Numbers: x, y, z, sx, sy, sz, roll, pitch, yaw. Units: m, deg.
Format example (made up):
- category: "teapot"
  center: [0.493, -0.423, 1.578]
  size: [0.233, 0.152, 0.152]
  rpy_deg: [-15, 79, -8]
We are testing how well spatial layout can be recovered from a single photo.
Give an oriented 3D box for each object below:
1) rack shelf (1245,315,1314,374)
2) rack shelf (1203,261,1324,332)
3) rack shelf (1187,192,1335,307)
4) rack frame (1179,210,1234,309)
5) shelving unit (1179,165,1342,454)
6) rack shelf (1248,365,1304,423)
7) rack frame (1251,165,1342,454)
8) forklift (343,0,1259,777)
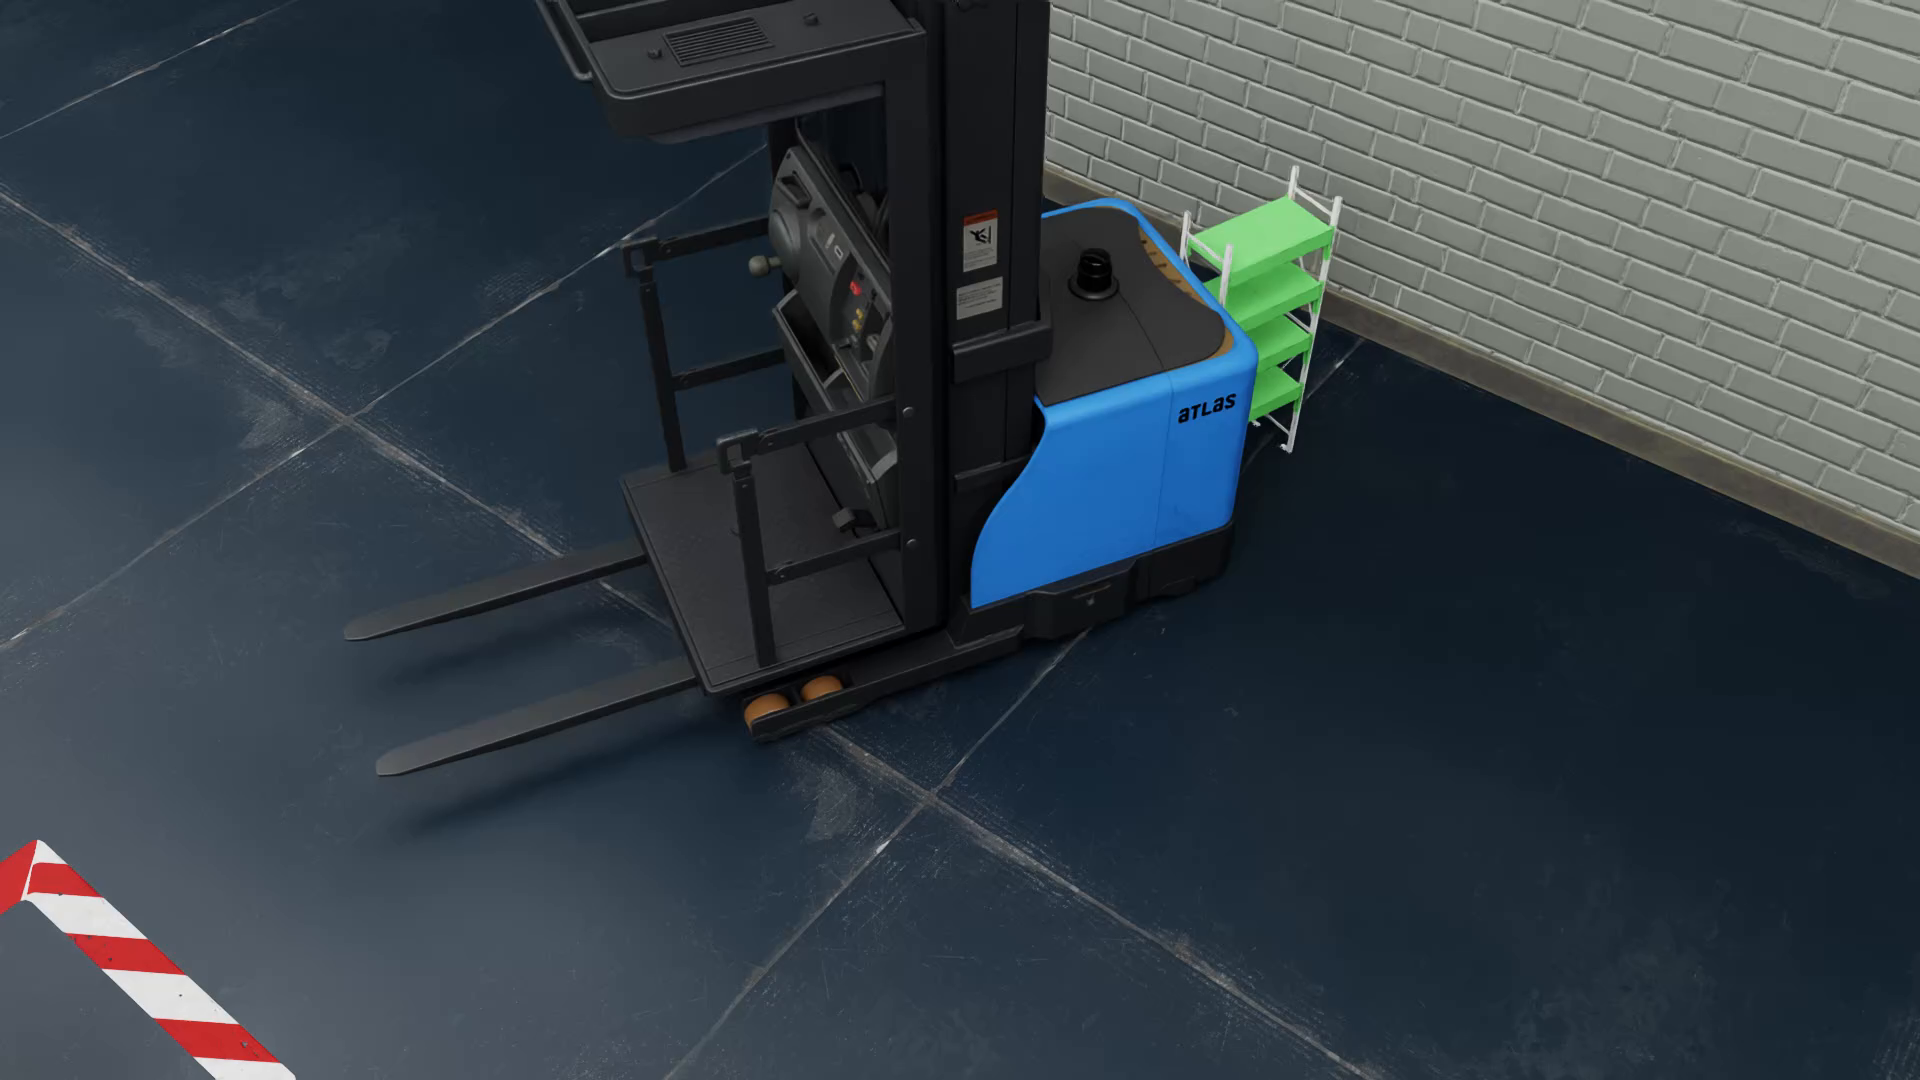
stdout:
- category: "rack shelf"
  center: [1.040, -0.688, 6.166]
  size: [0.480, 0.148, 0.258]
  rpy_deg: [-26, 52, -23]
- category: "rack shelf"
  center: [1.040, -0.854, 5.993]
  size: [0.480, 0.148, 0.258]
  rpy_deg: [-26, 52, -23]
- category: "rack shelf"
  center: [1.040, -1.020, 5.819]
  size: [0.480, 0.148, 0.258]
  rpy_deg: [-26, 52, -23]
- category: "rack frame"
  center: [0.837, -0.634, 6.026]
  size: [0.015, 1.200, 0.240]
  rpy_deg: [-26, 52, -23]
- category: "shelving unit"
  center: [1.040, -0.732, 6.120]
  size: [0.503, 1.200, 0.258]
  rpy_deg: [-26, 52, -23]
- category: "rack shelf"
  center: [1.040, -0.523, 6.340]
  size: [0.480, 0.148, 0.258]
  rpy_deg: [-26, 52, -23]
- category: "rack frame"
  center: [1.242, -0.831, 6.214]
  size: [0.015, 1.200, 0.240]
  rpy_deg: [-26, 52, -23]
- category: "forklift"
  center: [-0.579, -0.773, 4.962]
  size: [3.031, 2.935, 1.130]
  rpy_deg: [-17, 49, -16]
